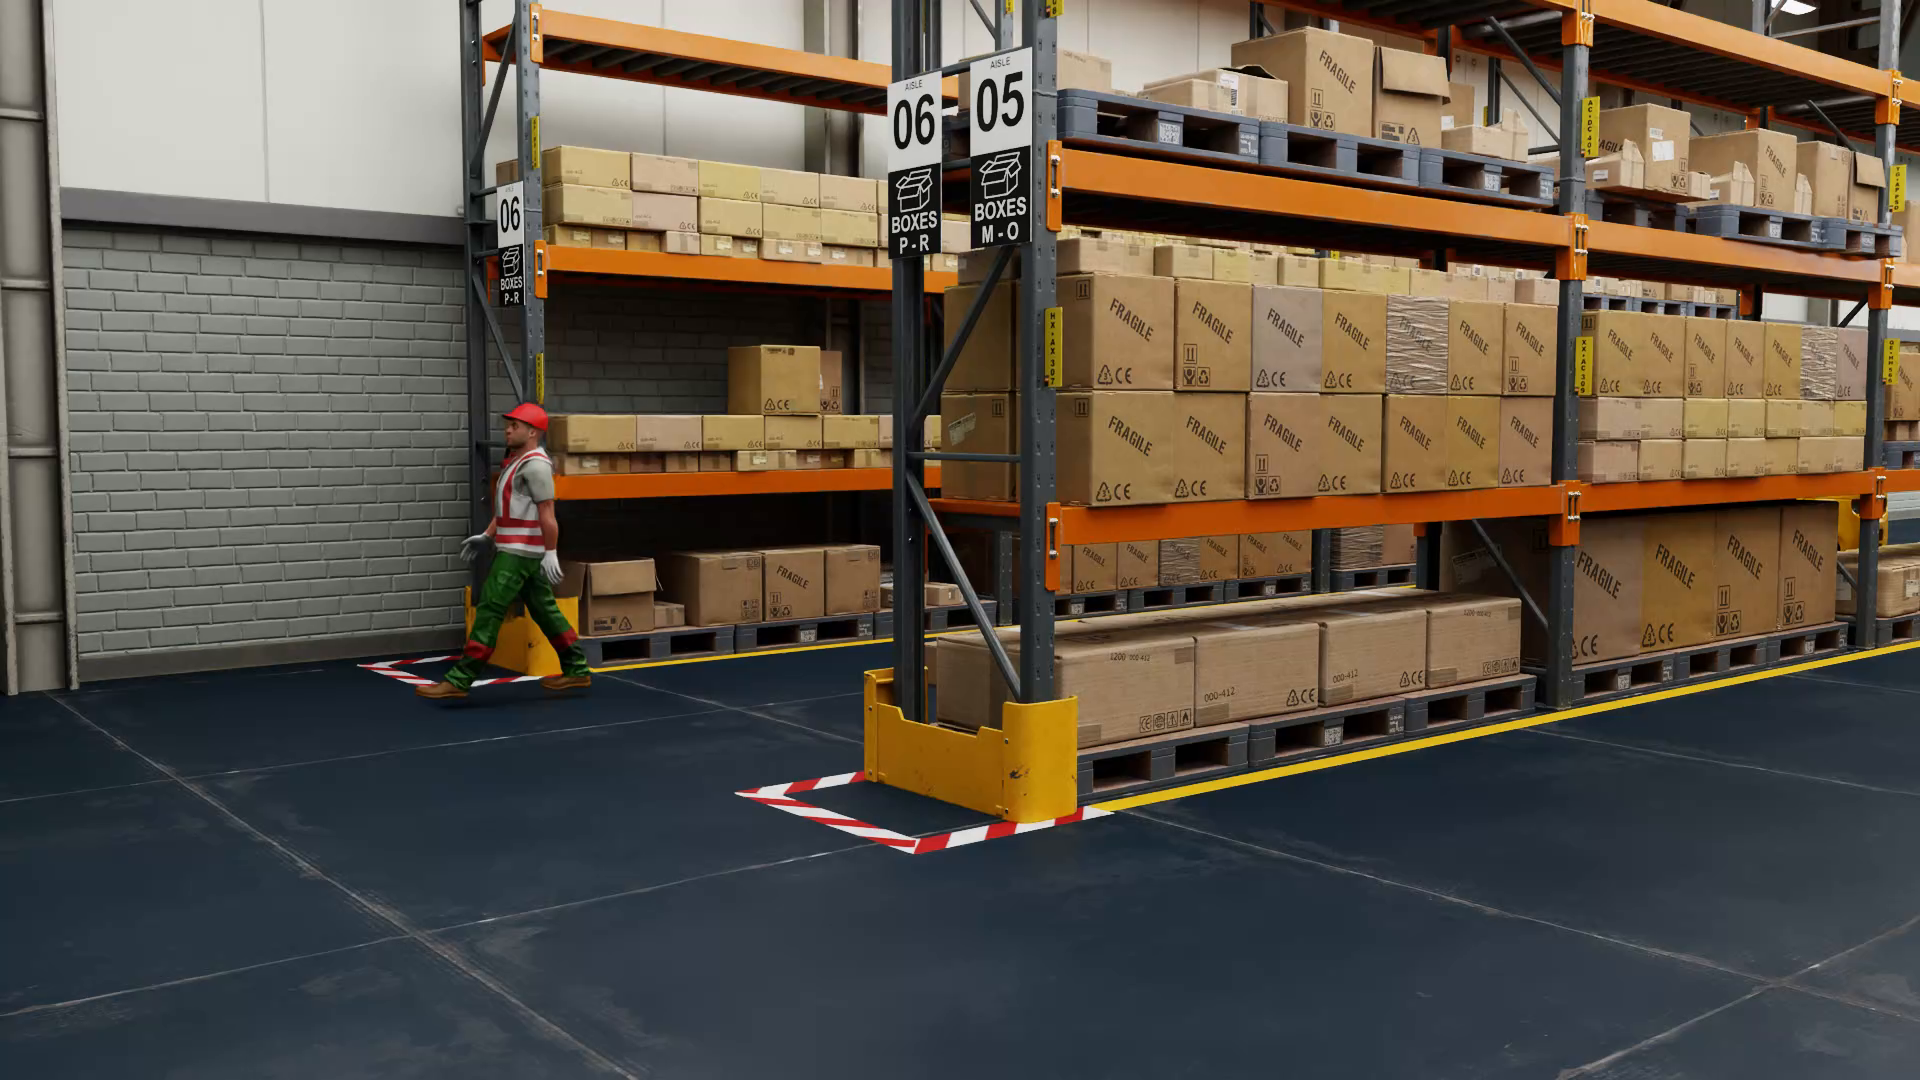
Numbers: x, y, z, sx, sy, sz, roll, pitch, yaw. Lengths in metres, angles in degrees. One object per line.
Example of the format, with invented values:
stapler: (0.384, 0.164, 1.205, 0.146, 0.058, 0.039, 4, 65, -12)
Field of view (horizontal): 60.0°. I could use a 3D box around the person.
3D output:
person: (-2.711, 0.054, 9.829, 1.021, 1.722, 0.530, -1, 4, -18)
